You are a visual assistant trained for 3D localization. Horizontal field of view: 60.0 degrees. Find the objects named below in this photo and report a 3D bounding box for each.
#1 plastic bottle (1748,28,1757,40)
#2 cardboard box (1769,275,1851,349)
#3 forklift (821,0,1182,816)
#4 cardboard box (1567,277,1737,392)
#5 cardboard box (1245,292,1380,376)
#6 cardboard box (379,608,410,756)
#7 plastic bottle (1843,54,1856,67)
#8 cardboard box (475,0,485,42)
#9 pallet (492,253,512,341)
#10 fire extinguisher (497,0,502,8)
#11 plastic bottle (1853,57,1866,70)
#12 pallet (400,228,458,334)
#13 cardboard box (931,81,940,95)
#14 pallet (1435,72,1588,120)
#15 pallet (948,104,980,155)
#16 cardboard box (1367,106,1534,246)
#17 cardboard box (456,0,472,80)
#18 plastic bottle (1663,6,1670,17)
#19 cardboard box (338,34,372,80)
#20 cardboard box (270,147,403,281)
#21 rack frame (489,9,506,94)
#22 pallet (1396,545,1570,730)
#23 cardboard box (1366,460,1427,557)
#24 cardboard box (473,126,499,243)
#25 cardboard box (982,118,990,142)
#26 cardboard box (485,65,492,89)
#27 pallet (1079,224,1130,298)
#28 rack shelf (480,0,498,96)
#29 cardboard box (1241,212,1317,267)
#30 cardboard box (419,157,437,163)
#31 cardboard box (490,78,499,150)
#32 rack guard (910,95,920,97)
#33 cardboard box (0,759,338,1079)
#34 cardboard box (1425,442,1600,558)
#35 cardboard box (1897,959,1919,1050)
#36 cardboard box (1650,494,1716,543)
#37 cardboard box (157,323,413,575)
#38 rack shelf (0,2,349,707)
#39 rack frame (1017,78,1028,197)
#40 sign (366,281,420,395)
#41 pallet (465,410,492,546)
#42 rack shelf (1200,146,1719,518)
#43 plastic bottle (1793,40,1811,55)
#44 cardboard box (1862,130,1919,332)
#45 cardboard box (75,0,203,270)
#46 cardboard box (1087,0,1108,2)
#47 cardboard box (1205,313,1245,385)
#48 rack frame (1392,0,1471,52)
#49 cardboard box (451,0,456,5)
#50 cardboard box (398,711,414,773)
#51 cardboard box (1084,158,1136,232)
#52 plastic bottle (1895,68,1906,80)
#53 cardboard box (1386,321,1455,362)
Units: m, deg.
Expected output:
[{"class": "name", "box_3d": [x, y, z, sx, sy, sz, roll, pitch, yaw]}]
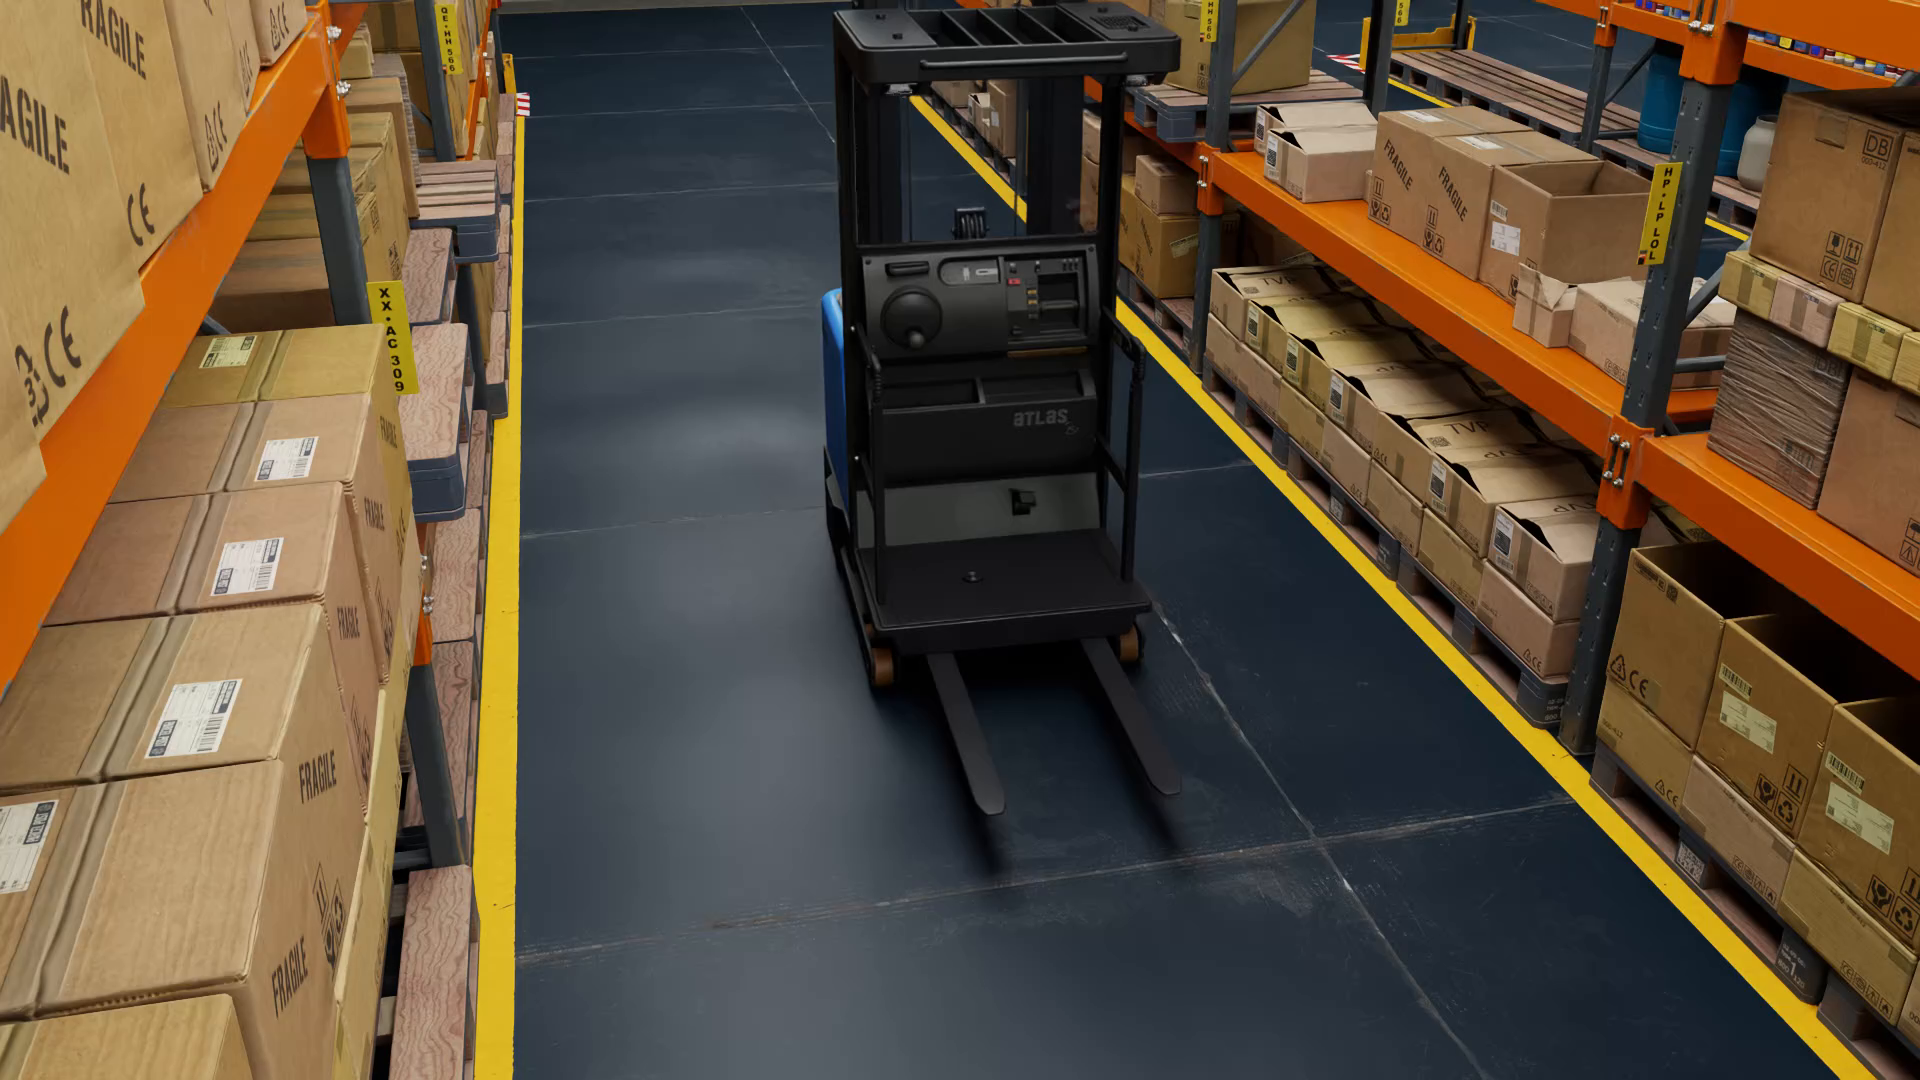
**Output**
[{"class": "plastic bottle", "box_3d": [5.762, -3.761, 12.015, 0.097, 0.271, 0.097, 0, 27, 0]}, {"class": "cardboard box", "box_3d": [2.673, -0.695, 4.968, 0.380, 0.149, 0.250, -6, 27, -11]}, {"class": "forklift", "box_3d": [0.128, -0.904, 6.289, 1.130, 2.935, 3.031, -5, 27, -10]}, {"class": "cardboard box", "box_3d": [2.591, -0.754, 6.081, 0.500, 0.250, 0.500, -4, 27, -8]}, {"class": "cardboard box", "box_3d": [1.802, -1.086, 8.535, 0.500, 0.311, 0.500, -7, 28, -13]}, {"class": "cardboard box", "box_3d": [-1.574, 0.350, 3.871, 0.500, 0.250, 0.500, -6, 27, -11]}, {"class": "plastic bottle", "box_3d": [5.993, -3.279, 11.139, 0.097, 0.201, 0.097, 0, 27, 0]}, {"class": "cardboard box", "box_3d": [-3.990, -3.990, 11.993, 0.980, 0.700, 0.700, -6, 27, -11]}, {"class": "pallet", "box_3d": [-3.358, -1.504, 10.495, 1.003, 0.211, 1.213, -6, 27, -12]}, {"class": "fire extinguisher", "box_3d": [-4.369, -5.284, 15.390, 0.296, 0.674, 0.183, -6, 27, -12]}, {"class": "plastic bottle", "box_3d": [6.015, -3.268, 11.038, 0.097, 0.271, 0.097, 0, 27, 0]}, {"class": "pallet", "box_3d": [-2.496, -0.910, 6.436, 1.003, 0.211, 1.213, -6, 27, -12]}, {"class": "cardboard box", "box_3d": [-0.001, -4.359, 15.620, 0.500, 0.250, 0.500, -6, 27, -12]}, {"class": "pallet", "box_3d": [5.287, -4.233, 15.902, 1.003, 0.211, 1.213, -6, 27, -12]}, {"class": "pallet", "box_3d": [0.510, -3.714, 14.875, 1.003, 0.211, 1.213, -6, 27, -12]}, {"class": "cardboard box", "box_3d": [2.237, -1.675, 7.628, 0.500, 0.500, 0.500, -7, 28, -14]}, {"class": "cardboard box", "box_3d": [-3.187, -2.962, 9.827, 0.500, 0.500, 0.500, -5, 27, -10]}, {"class": "plastic bottle", "box_3d": [5.532, -4.210, 12.906, 0.097, 0.271, 0.097, 0, 27, 0]}, {"class": "cardboard box", "box_3d": [-2.788, -2.103, 7.268, 0.380, 0.149, 0.250, -11, 29, -20]}, {"class": "cardboard box", "box_3d": [-2.460, -1.104, 6.009, 0.700, 0.500, 0.500, -2, 27, -5]}, {"class": "rack frame", "box_3d": [-4.785, -5.372, 15.065, 1.000, 3.000, 0.127, -6, 27, -12]}, {"class": "pallet", "box_3d": [2.541, 0.316, 6.889, 1.003, 0.211, 1.213, -6, 27, -12]}, {"class": "cardboard box", "box_3d": [2.141, -0.168, 7.340, 0.500, 0.250, 0.500, -5, 27, -10]}, {"class": "cardboard box", "box_3d": [-3.407, -2.182, 10.664, 0.750, 0.750, 0.750, -5, 27, -10]}, {"class": "cardboard box", "box_3d": [0.394, -3.425, 13.881, 0.380, 0.149, 0.250, -6, 27, -12]}, {"class": "cardboard box", "box_3d": [-3.969, -3.714, 13.368, 0.380, 0.149, 0.250, -7, 28, -13]}, {"class": "pallet", "box_3d": [1.441, -1.986, 11.451, 1.003, 0.211, 1.213, -6, 27, -12]}, {"class": "rack shelf", "box_3d": [-4.334, -4.173, 13.487, 1.077, 0.370, 4.000, -6, 27, -12]}, {"class": "cardboard box", "box_3d": [2.019, -1.674, 10.024, 0.500, 0.500, 0.500, -5, 27, -9]}, {"class": "cardboard box", "box_3d": [-2.831, -1.925, 8.492, 0.380, 0.149, 0.250, -6, 27, -12]}, {"class": "cardboard box", "box_3d": [-4.176, -3.473, 13.610, 0.700, 0.500, 0.500, -5, 27, -10]}, {"class": "rack guard", "box_3d": [0.058, -4.728, 16.562, 1.175, 0.500, 0.348, -6, 27, -12]}, {"class": "cardboard box", "box_3d": [-1.206, 0.689, 2.367, 0.500, 0.500, 0.500, -7, 28, -13]}, {"class": "cardboard box", "box_3d": [2.251, -0.196, 6.772, 0.500, 0.311, 0.500, -5, 27, -10]}, {"class": "cardboard box", "box_3d": [2.888, 1.324, 4.383, 0.500, 0.250, 0.500, -6, 27, -12]}, {"class": "cardboard box", "box_3d": [2.894, -0.026, 6.436, 0.500, 0.311, 0.500, -6, 27, -11]}, {"class": "cardboard box", "box_3d": [-1.673, -0.205, 4.139, 0.500, 0.500, 0.500, -6, 27, -12]}, {"class": "rack shelf", "box_3d": [-1.630, -0.244, 2.374, 1.077, 0.370, 4.000, -6, 27, -12]}, {"class": "rack frame", "box_3d": [0.942, -4.121, 12.586, 1.000, 3.000, 0.127, -6, 27, -12]}, {"class": "sign", "box_3d": [-1.554, -0.549, 4.548, 0.100, 0.325, 0.005, -6, 27, -12]}, {"class": "pallet", "box_3d": [-2.807, -0.272, 8.055, 1.003, 0.211, 1.213, -6, 27, -12]}, {"class": "rack shelf", "box_3d": [2.294, -1.166, 7.529, 1.077, 0.370, 4.000, -6, 27, -12]}, {"class": "plastic bottle", "box_3d": [5.911, -3.554, 11.518, 0.144, 0.351, 0.185, -6, 27, -12]}, {"class": "cardboard box", "box_3d": [2.966, -0.817, 4.489, 0.700, 0.500, 0.500, -6, 27, -12]}, {"class": "cardboard box", "box_3d": [-1.360, -0.613, 2.174, 0.500, 0.500, 0.500, -4, 27, -8]}, {"class": "cardboard box", "box_3d": [1.048, -3.827, 11.426, 0.700, 0.500, 0.500, -2, 27, -3]}, {"class": "cardboard box", "box_3d": [1.675, -1.065, 9.117, 0.500, 0.250, 0.500, -6, 27, -12]}, {"class": "rack frame", "box_3d": [4.867, -6.378, 17.058, 1.000, 3.000, 0.127, -6, 27, -12]}, {"class": "cardboard box", "box_3d": [-3.071, -3.062, 9.192, 0.500, 0.250, 0.500, -6, 27, -11]}, {"class": "cardboard box", "box_3d": [-2.263, 0.494, 5.729, 0.700, 0.500, 0.500, -5, 27, -10]}, {"class": "cardboard box", "box_3d": [1.163, -2.289, 11.242, 0.500, 0.500, 0.500, -7, 28, -14]}, {"class": "plastic bottle", "box_3d": [6.103, -3.066, 10.715, 0.097, 0.201, 0.097, 0, 27, 0]}, {"class": "cardboard box", "box_3d": [2.436, -0.921, 8.209, 0.500, 0.311, 0.500, -6, 27, -12]}]
